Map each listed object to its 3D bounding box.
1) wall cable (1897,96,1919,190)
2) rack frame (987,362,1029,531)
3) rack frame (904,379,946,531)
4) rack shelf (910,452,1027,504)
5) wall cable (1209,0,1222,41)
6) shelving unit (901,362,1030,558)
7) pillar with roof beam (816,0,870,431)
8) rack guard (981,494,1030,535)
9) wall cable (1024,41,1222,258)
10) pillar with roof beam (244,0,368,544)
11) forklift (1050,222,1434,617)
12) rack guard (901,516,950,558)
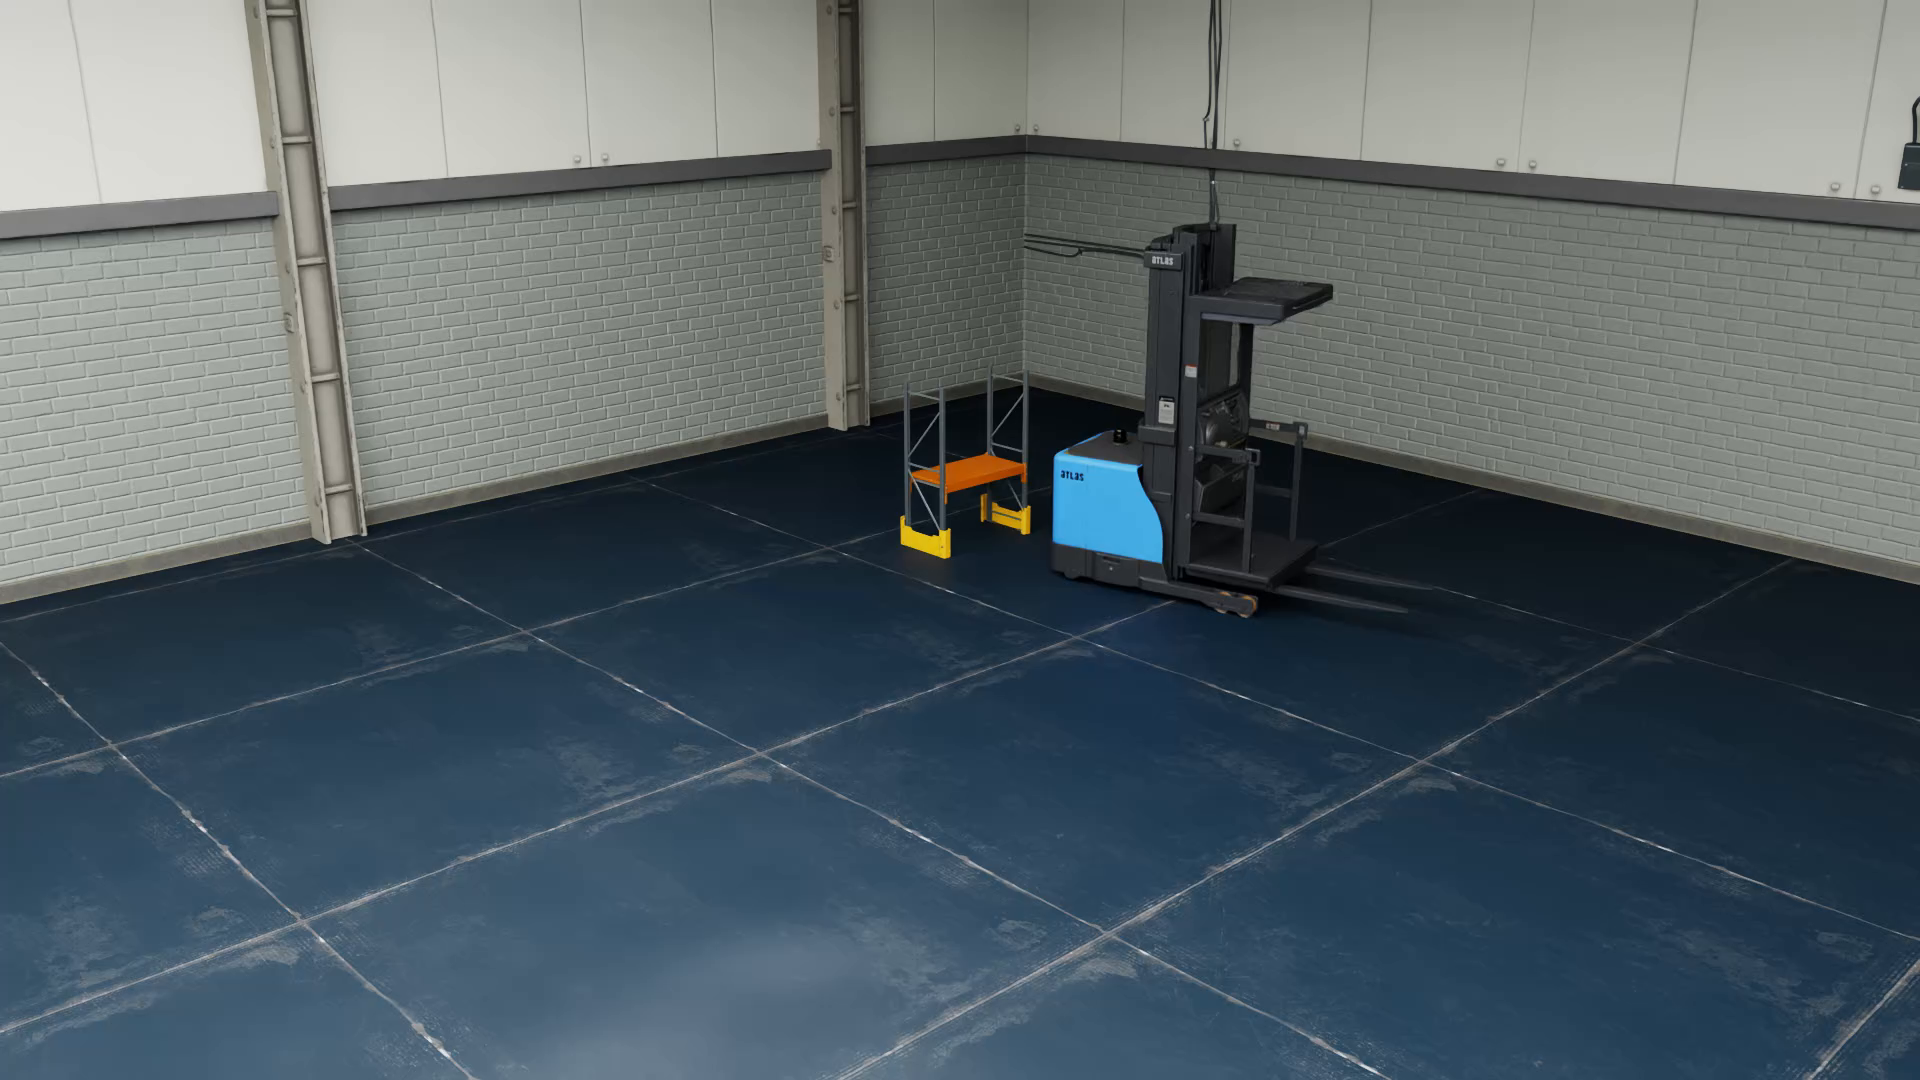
[{"bbox_3d":[8.286,-5.405,11.550,0.169,6.003,2.305,-16,24,-41],"label":"wall cable"},{"bbox_3d":[0.431,-0.839,15.141,0.032,1.500,0.500,-16,24,-41],"label":"rack frame"},{"bbox_3d":[-0.307,-0.624,14.477,0.032,1.500,0.500,-16,24,-41],"label":"rack frame"},{"bbox_3d":[0.062,-0.560,14.865,1.000,0.185,0.538,-16,24,-41],"label":"rack shelf"},{"bbox_3d":[3.634,-6.237,16.476,0.112,2.526,3.097,-16,24,-41],"label":"wall cable"},{"bbox_3d":[0.055,-0.730,14.803,1.083,1.500,0.587,-16,24,-41],"label":"shelving unit"},{"bbox_3d":[1.683,-4.625,14.659,0.400,9.000,9.100,-16,24,-41],"label":"pillar with roof beam"},{"bbox_3d":[0.417,-0.241,15.321,0.087,0.250,0.587,-16,24,-41],"label":"rack guard"},{"bbox_3d":[1.775,-4.441,19.125,0.112,2.526,3.097,-16,24,-41],"label":"wall cable"},{"bbox_3d":[-2.676,-3.354,10.738,0.400,9.000,9.100,-16,24,-41],"label":"pillar with roof beam"},{"bbox_3d":[2.282,-0.970,13.225,3.031,2.935,1.130,11,21,30],"label":"forklift"},{"bbox_3d":[-0.306,-0.030,14.670,0.087,0.250,0.587,-16,24,-41],"label":"rack guard"}]
